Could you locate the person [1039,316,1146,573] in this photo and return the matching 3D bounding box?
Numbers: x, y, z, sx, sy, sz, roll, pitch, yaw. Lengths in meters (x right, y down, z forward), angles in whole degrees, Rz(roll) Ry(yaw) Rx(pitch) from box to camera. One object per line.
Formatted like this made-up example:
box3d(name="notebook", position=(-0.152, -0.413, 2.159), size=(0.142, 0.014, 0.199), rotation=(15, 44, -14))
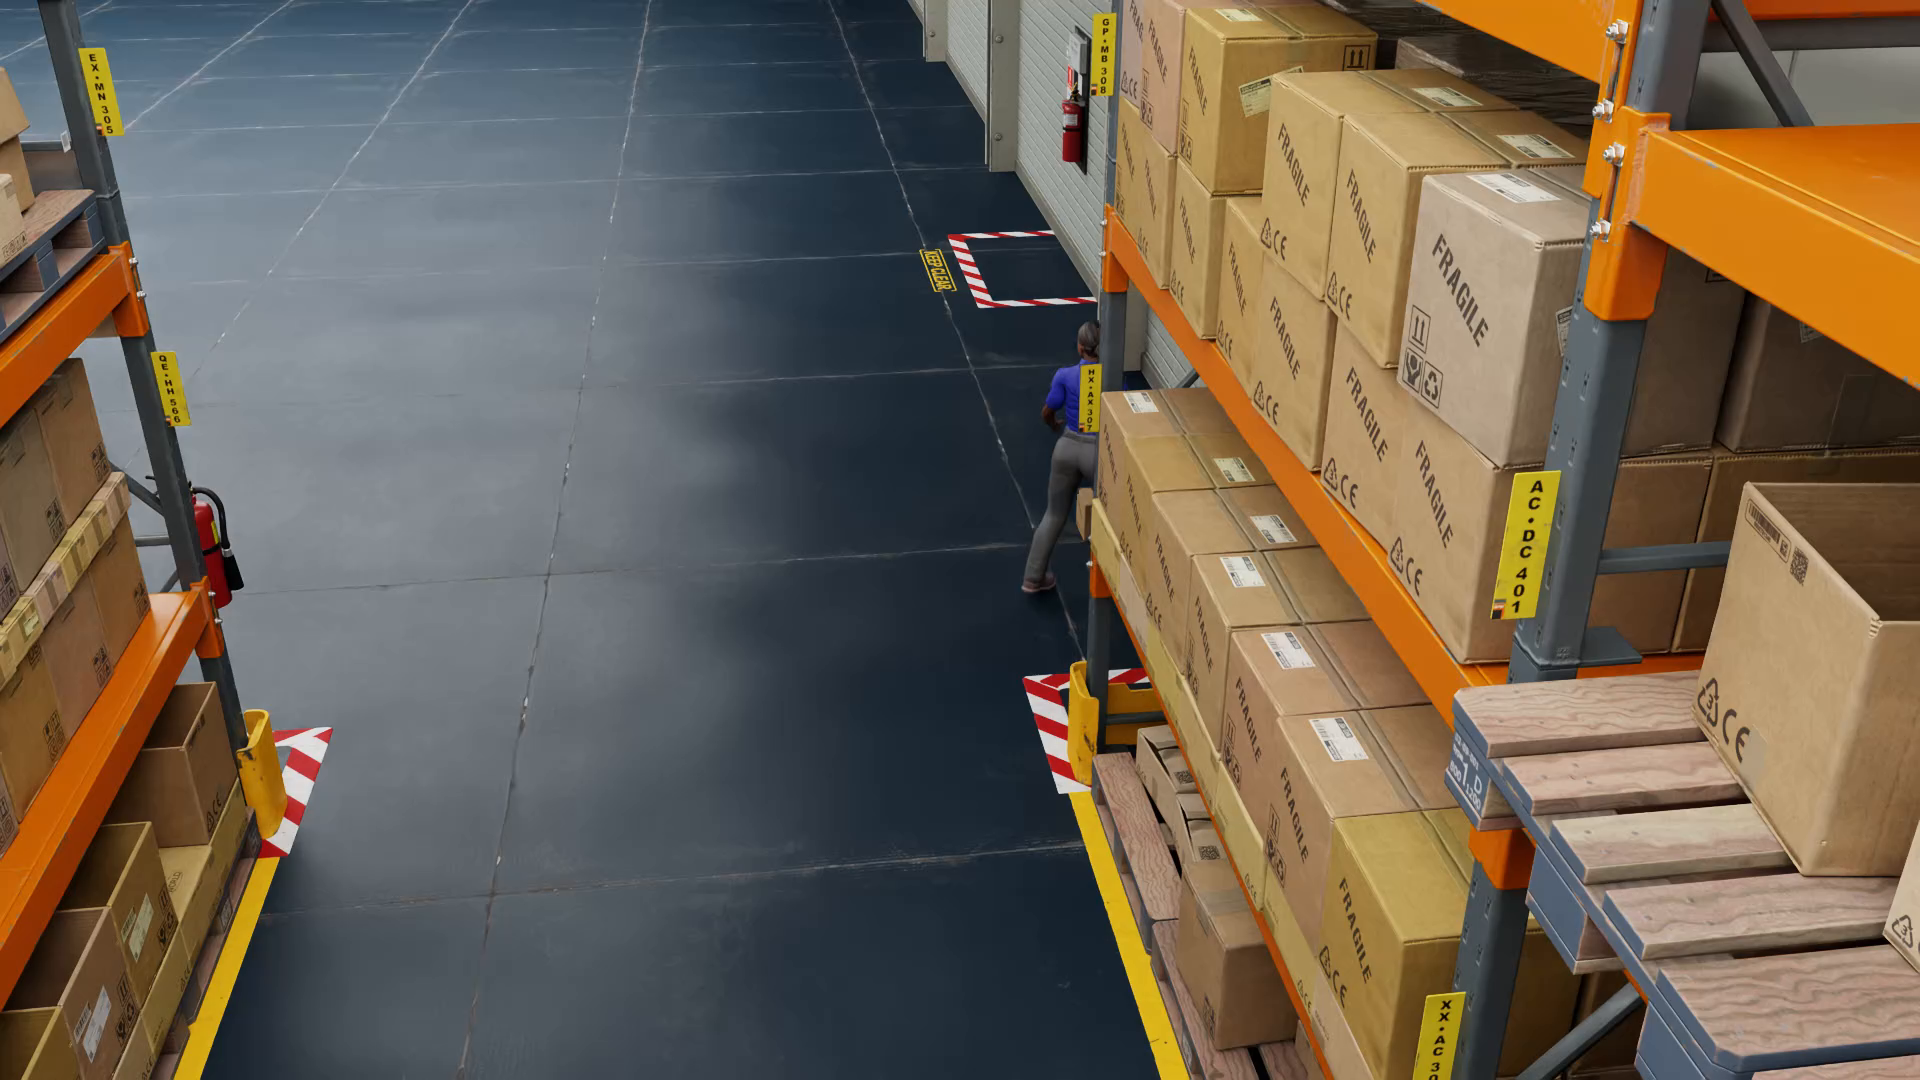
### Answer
box3d(name="person", position=(0.796, -0.545, 9.642), size=(0.559, 1.657, 0.568), rotation=(14, 30, 24))
